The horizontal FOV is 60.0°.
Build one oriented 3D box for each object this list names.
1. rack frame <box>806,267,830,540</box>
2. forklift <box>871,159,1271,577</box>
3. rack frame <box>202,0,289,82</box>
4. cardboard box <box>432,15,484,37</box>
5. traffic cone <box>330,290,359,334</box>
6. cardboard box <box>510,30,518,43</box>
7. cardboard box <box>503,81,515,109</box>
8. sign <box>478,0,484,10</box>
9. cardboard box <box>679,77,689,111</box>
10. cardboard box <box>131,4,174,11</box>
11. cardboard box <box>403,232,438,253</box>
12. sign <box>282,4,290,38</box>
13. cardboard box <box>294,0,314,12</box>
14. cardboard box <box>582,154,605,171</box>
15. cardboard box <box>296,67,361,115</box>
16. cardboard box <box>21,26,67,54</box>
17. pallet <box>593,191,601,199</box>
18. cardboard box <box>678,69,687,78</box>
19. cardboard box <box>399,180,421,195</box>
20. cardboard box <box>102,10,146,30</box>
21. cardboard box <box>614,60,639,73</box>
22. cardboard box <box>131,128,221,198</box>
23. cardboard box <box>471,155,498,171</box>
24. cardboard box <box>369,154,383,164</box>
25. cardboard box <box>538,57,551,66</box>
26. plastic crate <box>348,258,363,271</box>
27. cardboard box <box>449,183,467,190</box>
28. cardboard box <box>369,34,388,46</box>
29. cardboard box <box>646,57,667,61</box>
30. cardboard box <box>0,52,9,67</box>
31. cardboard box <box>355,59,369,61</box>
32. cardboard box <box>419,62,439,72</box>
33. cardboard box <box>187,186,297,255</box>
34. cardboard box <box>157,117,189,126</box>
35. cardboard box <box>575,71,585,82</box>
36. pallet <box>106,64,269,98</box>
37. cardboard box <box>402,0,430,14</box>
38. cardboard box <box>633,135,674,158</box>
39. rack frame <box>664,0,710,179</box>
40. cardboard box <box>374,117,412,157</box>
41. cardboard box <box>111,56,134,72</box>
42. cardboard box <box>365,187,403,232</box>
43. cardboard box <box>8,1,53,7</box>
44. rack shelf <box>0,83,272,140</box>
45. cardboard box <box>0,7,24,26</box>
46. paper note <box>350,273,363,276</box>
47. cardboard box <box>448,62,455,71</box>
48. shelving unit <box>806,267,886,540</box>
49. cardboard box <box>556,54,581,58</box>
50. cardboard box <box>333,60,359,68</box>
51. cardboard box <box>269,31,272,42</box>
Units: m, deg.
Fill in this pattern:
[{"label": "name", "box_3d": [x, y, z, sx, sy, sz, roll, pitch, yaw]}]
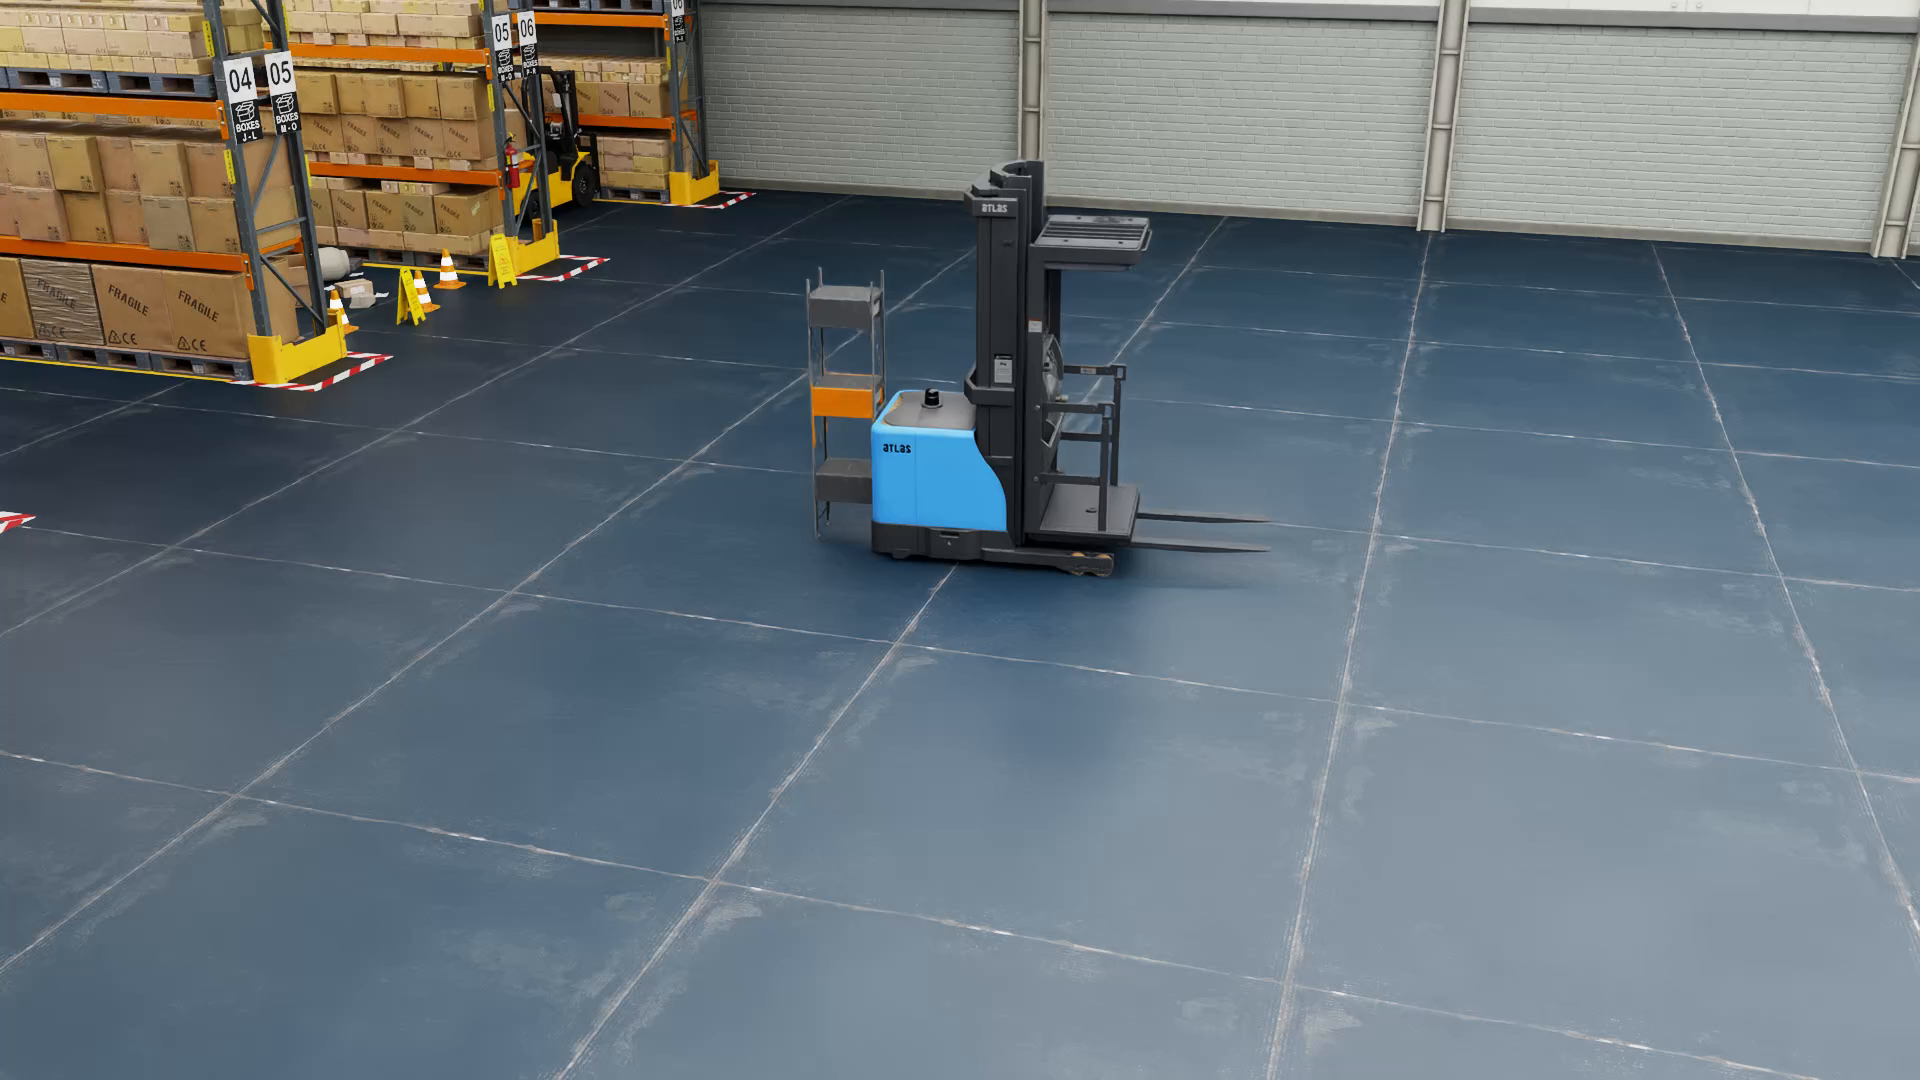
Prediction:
[{"label": "rack frame", "box_3d": [-1.104, -1.044, 12.955, 0.015, 2.100, 0.400, 4, 23, 9]}, {"label": "forklift", "box_3d": [0.883, -1.296, 12.473, 3.031, 2.935, 1.130, 4, 23, 9]}, {"label": "rack frame", "box_3d": [-6.990, -5.986, 15.910, 0.127, 3.000, 1.000, 7, 23, 16]}, {"label": "cardboard box", "box_3d": [-6.225, -6.434, 20.760, 0.500, 0.250, 0.500, 6, 23, 15]}, {"label": "traffic cone", "box_3d": [-7.089, -2.610, 18.929, 0.334, 0.463, 0.336, 7, 23, 16]}, {"label": "cardboard box", "box_3d": [-5.881, -6.445, 21.314, 0.250, 0.149, 0.380, 7, 23, 16]}, {"label": "cardboard box", "box_3d": [-7.204, -7.114, 26.433, 0.500, 0.500, 0.500, 7, 23, 16]}, {"label": "sign", "box_3d": [-5.837, -6.618, 20.236, 0.005, 0.325, 0.100, 7, 23, 16]}, {"label": "cardboard box", "box_3d": [-4.621, -7.025, 26.217, 0.500, 0.500, 0.500, 7, 23, 17]}, {"label": "cardboard box", "box_3d": [-8.191, -5.355, 16.920, 0.250, 0.149, 0.380, 6, 23, 15]}, {"label": "cardboard box", "box_3d": [-7.002, -3.992, 22.025, 0.500, 0.250, 0.500, 7, 23, 16]}, {"label": "sign", "box_3d": [-6.824, -5.240, 16.788, 0.005, 0.325, 0.100, 7, 23, 16]}, {"label": "cardboard box", "box_3d": [-8.276, -6.848, 21.245, 0.250, 0.149, 0.380, 6, 23, 14]}, {"label": "cardboard box", "box_3d": [-5.761, -6.024, 26.321, 0.500, 0.250, 0.500, 6, 23, 14]}, {"label": "cardboard box", "box_3d": [-8.172, -5.849, 21.640, 0.500, 0.500, 0.700, 6, 23, 14]}, {"label": "cardboard box", "box_3d": [-8.981, -5.025, 16.640, 0.500, 0.250, 0.500, 7, 23, 16]}, {"label": "pallet", "box_3d": [-6.135, -5.736, 26.881, 1.213, 0.211, 1.003, 7, 23, 15]}, {"label": "cardboard box", "box_3d": [-4.477, -7.301, 26.035, 0.250, 0.149, 0.380, 6, 23, 14]}, {"label": "cardboard box", "box_3d": [-7.110, -4.626, 21.728, 0.250, 0.149, 0.380, 7, 23, 16]}, {"label": "cardboard box", "box_3d": [-8.143, -5.088, 16.270, 0.250, 0.149, 0.380, 7, 23, 16]}, {"label": "cardboard box", "box_3d": [-5.134, -7.305, 25.652, 0.250, 0.149, 0.380, 7, 23, 17]}, {"label": "cardboard box", "box_3d": [-7.888, -3.860, 17.013, 0.550, 0.550, 0.875, 7, 23, 16]}, {"label": "cardboard box", "box_3d": [-6.077, -4.867, 21.418, 0.250, 0.149, 0.380, 7, 23, 17]}, {"label": "cardboard box", "box_3d": [-7.535, -5.041, 21.843, 0.250, 0.149, 0.380, 7, 23, 16]}, {"label": "cardboard box", "box_3d": [-6.581, -7.491, 26.106, 0.250, 0.149, 0.380, 6, 23, 15]}, {"label": "plastic crate", "box_3d": [-8.220, -3.637, 21.937, 0.583, 0.080, 0.402, -1, 22, -3]}, {"label": "cardboard box", "box_3d": [-6.874, -4.536, 22.362, 0.500, 0.500, 0.500, 6, 23, 14]}, {"label": "cardboard box", "box_3d": [-7.297, -6.379, 21.153, 0.250, 0.149, 0.380, 6, 23, 14]}, {"label": "cardboard box", "box_3d": [-4.723, -7.474, 26.064, 0.250, 0.149, 0.380, 7, 23, 17]}, {"label": "cardboard box", "box_3d": [-9.595, -4.886, 16.828, 0.250, 0.149, 0.380, 6, 23, 15]}, {"label": "cardboard box", "box_3d": [-9.777, -7.909, 27.517, 0.250, 0.149, 0.380, 7, 23, 16]}, {"label": "cardboard box", "box_3d": [-8.448, -7.565, 26.679, 0.250, 0.149, 0.380, 7, 23, 17]}, {"label": "cardboard box", "box_3d": [-7.359, -3.304, 17.079, 0.550, 0.550, 0.875, 7, 23, 16]}, {"label": "cardboard box", "box_3d": [-10.470, -5.857, 22.425, 0.500, 0.500, 0.500, 7, 23, 16]}, {"label": "cardboard box", "box_3d": [-5.875, -7.238, 25.881, 0.250, 0.149, 0.380, 7, 23, 16]}, {"label": "pallet", "box_3d": [-7.704, -4.634, 16.685, 1.213, 0.211, 1.003, 7, 23, 16]}, {"label": "cardboard box", "box_3d": [-6.780, -6.700, 20.884, 0.250, 0.149, 0.380, 7, 23, 16]}, {"label": "cardboard box", "box_3d": [-4.758, -6.145, 25.956, 0.500, 0.250, 0.500, 7, 23, 17]}, {"label": "rack frame", "box_3d": [-4.227, -6.823, 25.857, 0.127, 3.000, 1.000, 7, 23, 16]}, {"label": "cardboard box", "box_3d": [-7.212, -5.275, 21.560, 0.500, 0.500, 0.500, 6, 23, 15]}, {"label": "cardboard box", "box_3d": [-8.135, -4.719, 16.421, 0.250, 0.149, 0.380, 7, 23, 16]}, {"label": "cardboard box", "box_3d": [-7.481, -4.396, 22.020, 0.500, 0.500, 0.500, 6, 23, 14]}, {"label": "cardboard box", "box_3d": [-9.656, -5.522, 17.328, 0.250, 0.149, 0.380, 7, 23, 16]}, {"label": "rack shelf", "box_3d": [-8.905, -4.484, 17.150, 4.000, 0.370, 1.077, 7, 23, 16]}, {"label": "cardboard box", "box_3d": [-9.593, -5.255, 16.676, 0.250, 0.149, 0.380, 7, 23, 16]}, {"label": "paper note", "box_3d": [-7.814, -3.443, 21.529, 0.148, 0.019, 0.142, -1, 22, -3]}, {"label": "cardboard box", "box_3d": [-8.331, -7.725, 27.068, 0.250, 0.149, 0.380, 6, 23, 14]}, {"label": "shelving unit", "box_3d": [-0.864, -1.028, 12.915, 0.503, 2.100, 0.431, 4, 23, 9]}, {"label": "cardboard box", "box_3d": [-6.213, -7.629, 26.444, 0.250, 0.149, 0.380, 7, 23, 17]}, {"label": "cardboard box", "box_3d": [-9.956, -7.695, 26.996, 0.250, 0.149, 0.380, 6, 23, 14]}, {"label": "cardboard box", "box_3d": [-8.755, -6.570, 21.619, 0.250, 0.149, 0.380, 7, 23, 16]}]
